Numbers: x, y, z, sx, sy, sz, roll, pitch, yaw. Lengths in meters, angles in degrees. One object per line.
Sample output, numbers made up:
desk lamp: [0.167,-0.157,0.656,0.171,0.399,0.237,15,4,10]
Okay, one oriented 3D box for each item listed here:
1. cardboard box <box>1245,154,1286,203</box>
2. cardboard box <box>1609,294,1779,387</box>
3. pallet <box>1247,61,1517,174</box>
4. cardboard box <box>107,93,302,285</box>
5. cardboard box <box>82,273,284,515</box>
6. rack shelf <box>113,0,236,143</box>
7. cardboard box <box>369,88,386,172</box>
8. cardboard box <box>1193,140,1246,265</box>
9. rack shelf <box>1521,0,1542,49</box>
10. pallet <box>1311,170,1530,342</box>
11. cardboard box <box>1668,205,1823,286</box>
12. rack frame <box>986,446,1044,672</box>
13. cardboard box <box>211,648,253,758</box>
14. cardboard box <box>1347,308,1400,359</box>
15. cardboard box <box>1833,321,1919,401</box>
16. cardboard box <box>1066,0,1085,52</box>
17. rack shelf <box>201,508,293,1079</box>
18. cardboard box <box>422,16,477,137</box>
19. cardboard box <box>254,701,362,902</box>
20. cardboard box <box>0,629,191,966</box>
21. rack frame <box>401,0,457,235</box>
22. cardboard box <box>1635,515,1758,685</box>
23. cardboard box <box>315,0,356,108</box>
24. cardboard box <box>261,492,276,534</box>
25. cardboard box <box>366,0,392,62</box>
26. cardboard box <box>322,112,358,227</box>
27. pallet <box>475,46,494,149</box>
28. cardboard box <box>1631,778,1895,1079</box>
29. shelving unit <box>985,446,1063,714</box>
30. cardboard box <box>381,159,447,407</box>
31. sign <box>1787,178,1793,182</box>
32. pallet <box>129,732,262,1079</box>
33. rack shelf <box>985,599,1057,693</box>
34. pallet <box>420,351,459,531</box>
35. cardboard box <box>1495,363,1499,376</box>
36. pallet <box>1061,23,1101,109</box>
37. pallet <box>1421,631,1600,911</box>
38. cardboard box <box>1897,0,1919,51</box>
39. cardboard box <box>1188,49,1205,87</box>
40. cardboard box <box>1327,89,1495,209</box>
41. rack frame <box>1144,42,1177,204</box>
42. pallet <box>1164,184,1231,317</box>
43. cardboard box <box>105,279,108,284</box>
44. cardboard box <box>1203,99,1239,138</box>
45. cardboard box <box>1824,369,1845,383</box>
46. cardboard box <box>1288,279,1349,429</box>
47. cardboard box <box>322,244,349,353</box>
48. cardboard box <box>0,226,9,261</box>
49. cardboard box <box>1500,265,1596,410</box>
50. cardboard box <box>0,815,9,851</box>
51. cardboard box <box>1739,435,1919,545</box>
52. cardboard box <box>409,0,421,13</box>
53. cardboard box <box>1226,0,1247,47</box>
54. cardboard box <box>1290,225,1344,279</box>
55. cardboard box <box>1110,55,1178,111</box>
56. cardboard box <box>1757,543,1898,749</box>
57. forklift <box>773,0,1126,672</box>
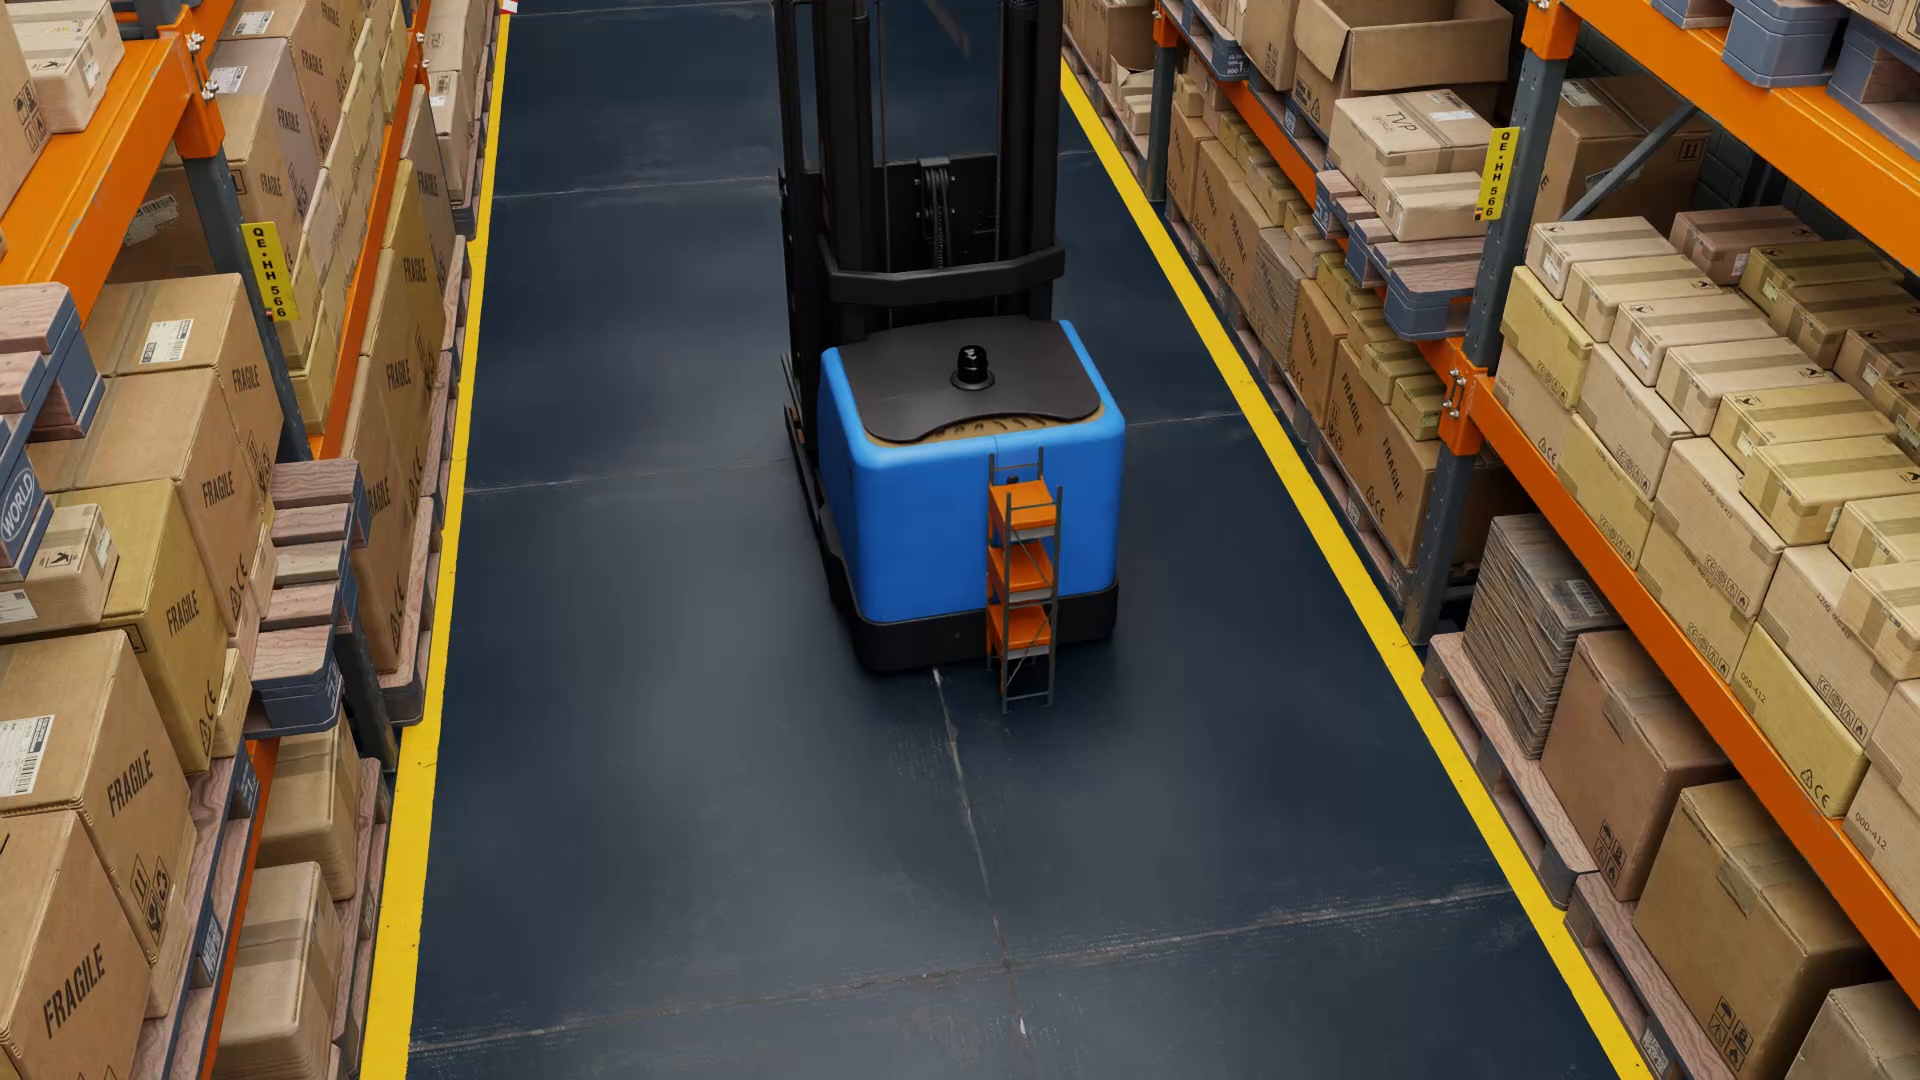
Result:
cardboard box: [1.650,-1.815,8.307,0.380,0.149,0.250,-6,38,-8]
cardboard box: [2.185,-0.599,4.965,0.380,0.149,0.250,-5,38,-7]
pallet: [1.956,-1.939,7.457,1.003,0.211,1.213,-6,38,-8]
cardboard box: [-2.431,-1.063,5.277,0.500,0.500,0.500,-7,38,-9]
cardboard box: [-2.232,-0.383,4.631,0.500,0.500,0.500,-7,38,-9]
rack shelf: [-2.936,-2.413,6.053,1.077,0.370,4.000,-6,38,-8]
cardboard box: [-2.802,-1.803,7.248,0.500,0.250,0.500,-7,38,-9]
cardboard box: [1.566,-1.799,8.815,0.500,0.500,0.500,-7,38,-9]
rack shelf: [1.951,-2.949,6.743,1.077,0.370,4.000,-6,38,-8]
pallet: [2.113,-1.167,6.463,1.213,0.211,1.003,-6,38,-8]
cardboard box: [2.557,-0.962,5.433,0.380,0.149,0.250,-5,38,-6]
rack frame: [0.203,0.093,6.274,0.200,1.050,0.008,-8,39,-10]
cardboard box: [-1.991,0.421,4.126,0.380,0.149,0.250,-6,38,-7]
cardboard box: [1.884,-0.872,7.094,0.380,0.149,0.250,-7,38,-9]
cardboard box: [2.810,-0.512,4.854,0.380,0.149,0.250,-7,38,-9]
cardboard box: [1.018,-3.621,11.162,0.500,0.500,0.500,-6,38,-7]
rack shelf: [-2.234,1.187,3.863,1.077,0.370,4.000,-6,38,-8]
cardboard box: [-3.448,-2.806,10.163,0.875,0.438,0.875,-7,38,-9]
cardboard box: [-2.496,0.910,5.434,0.950,0.372,0.625,-9,39,-11]
cardboard box: [-1.946,0.563,3.414,0.500,0.500,0.500,-8,39,-10]
rack frame: [-3.286,-2.721,8.307,1.000,3.000,0.127,-6,38,-8]
cardboard box: [2.319,0.127,4.763,0.500,0.250,0.500,-7,38,-9]
cardboard box: [-2.688,-1.981,6.459,0.500,0.500,0.500,-6,38,-7]
cardboard box: [-2.178,-0.044,4.725,0.380,0.149,0.250,-6,38,-7]
cardboard box: [-2.875,-2.318,7.503,0.500,0.250,0.500,-5,38,-7]
cardboard box: [-2.595,-1.390,6.309,0.500,0.250,0.500,-6,38,-8]
pallet: [-3.560,-2.826,10.715,1.003,0.211,1.213,-6,38,-8]
cardboard box: [2.638,1.110,4.970,0.875,0.625,0.625,-8,39,-10]
shelving unit: [0.230,0.166,6.180,0.215,1.050,0.252,-8,39,-10]
cardboard box: [-2.933,-1.137,7.658,0.875,0.875,0.875,-5,38,-7]
sign: [2.847,-1.360,5.611,0.100,0.325,0.005,-6,38,-8]
pallet: [-2.198,0.962,3.723,1.003,0.211,1.213,-6,38,-8]
rack shelf: [0.230,0.394,6.357,0.215,0.259,0.240,-8,39,-10]
pallet: [-2.859,-0.423,7.623,1.003,0.211,1.213,-6,38,-8]
cardboard box: [2.437,-0.603,7.276,0.500,0.500,0.500,-6,38,-8]
pallet: [1.263,-3.309,11.337,1.003,0.211,1.213,-6,38,-8]
pallet: [2.407,0.762,6.097,1.003,0.211,1.213,-6,38,-8]
cardboard box: [2.367,-1.192,3.389,0.500,0.500,0.500,-5,38,-7]
cardboard box: [1.461,-2.570,9.038,0.380,0.149,0.250,-7,38,-9]
cardboard box: [1.798,-1.550,6.580,0.500,0.250,0.500,-8,39,-10]
rack frame: [1.600,-3.257,8.997,1.000,3.000,0.127,-6,38,-8]
pallet: [1.780,-1.668,9.226,1.003,0.211,1.213,-6,38,-8]
cardboard box: [-2.933,-1.023,5.226,0.500,0.500,0.500,-7,38,-9]
cardboard box: [1.526,-2.287,8.916,0.380,0.149,0.250,-7,38,-9]
cardboard box: [2.745,-0.429,5.072,0.500,0.250,0.500,-6,38,-8]
cardboard box: [1.844,-0.871,7.621,0.500,0.500,0.500,-5,38,-6]
cardboard box: [-2.530,-0.876,6.055,0.500,0.250,0.500,-7,38,-9]
cardboard box: [-2.289,-0.612,3.063,0.797,0.503,0.637,-6,38,-8]
cardboard box: [2.114,-0.682,5.398,0.500,0.250,0.500,-6,38,-8]
cardboard box: [-1.910,0.565,2.883,0.380,0.149,0.250,-4,38,-5]
cardboard box: [2.304,-0.134,4.367,0.380,0.149,0.250,-5,38,-7]
cardboard box: [-3.111,-3.072,8.677,0.500,0.500,0.500,-5,38,-6]
cardboard box: [1.466,-2.489,7.776,0.396,0.266,0.258,-4,38,-6]
cardboard box: [1.760,-1.351,7.710,0.380,0.149,0.250,-8,39,-10]
cardboard box: [1.150,-2.864,10.377,0.396,0.266,0.258,-5,38,-6]
cardboard box: [2.414,0.242,4.209,0.500,0.250,0.500,-6,38,-7]
forklift: [-0.207,-1.552,6.859,1.130,2.935,3.031,-8,39,-10]
